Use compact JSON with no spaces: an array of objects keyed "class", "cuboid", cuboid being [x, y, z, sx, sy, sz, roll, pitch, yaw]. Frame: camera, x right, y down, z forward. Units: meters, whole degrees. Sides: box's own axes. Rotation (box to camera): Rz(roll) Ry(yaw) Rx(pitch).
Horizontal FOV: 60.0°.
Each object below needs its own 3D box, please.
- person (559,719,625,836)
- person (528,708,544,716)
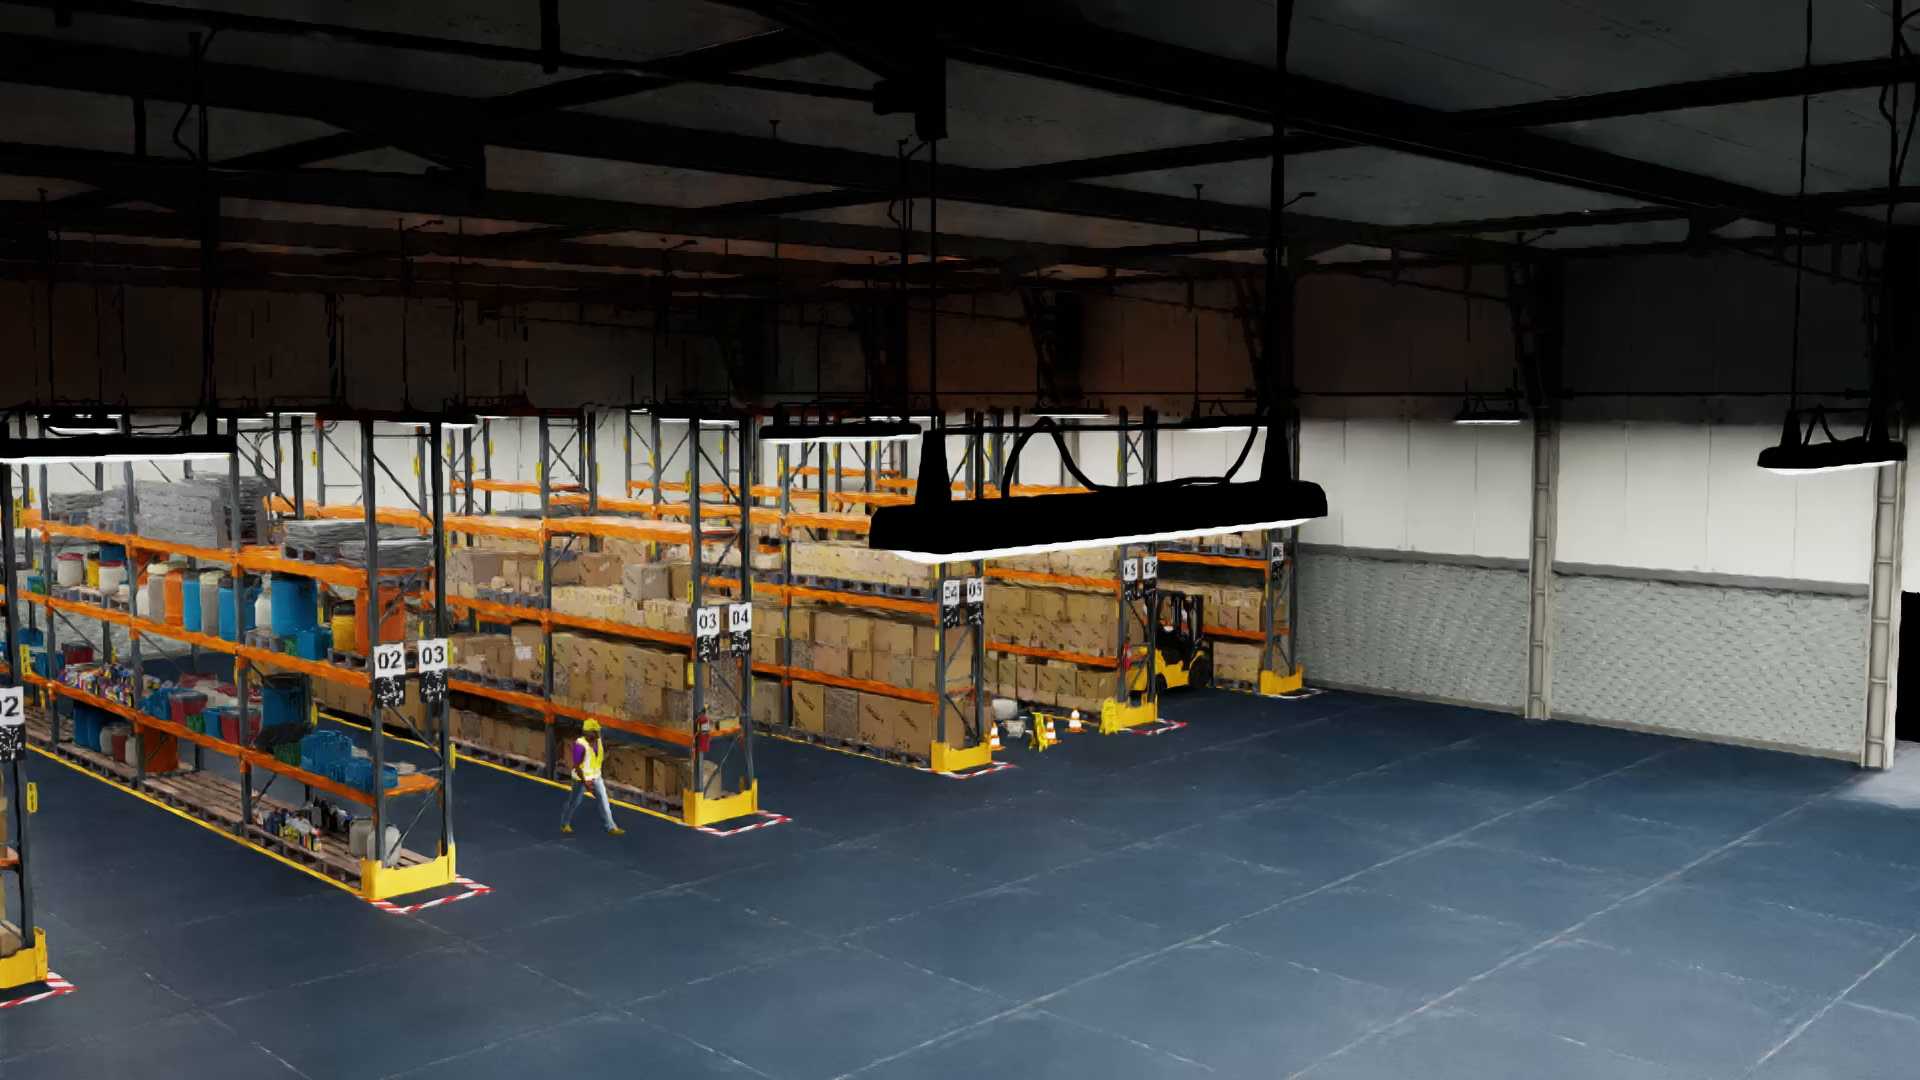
[{"class":"person","cuboid":[-5.289,3.376,23.706,1.094,1.690,0.598,4,6,35]},{"class":"person","cuboid":[-7.924,2.820,31.530,1.039,1.402,0.416,5,7,42]}]
